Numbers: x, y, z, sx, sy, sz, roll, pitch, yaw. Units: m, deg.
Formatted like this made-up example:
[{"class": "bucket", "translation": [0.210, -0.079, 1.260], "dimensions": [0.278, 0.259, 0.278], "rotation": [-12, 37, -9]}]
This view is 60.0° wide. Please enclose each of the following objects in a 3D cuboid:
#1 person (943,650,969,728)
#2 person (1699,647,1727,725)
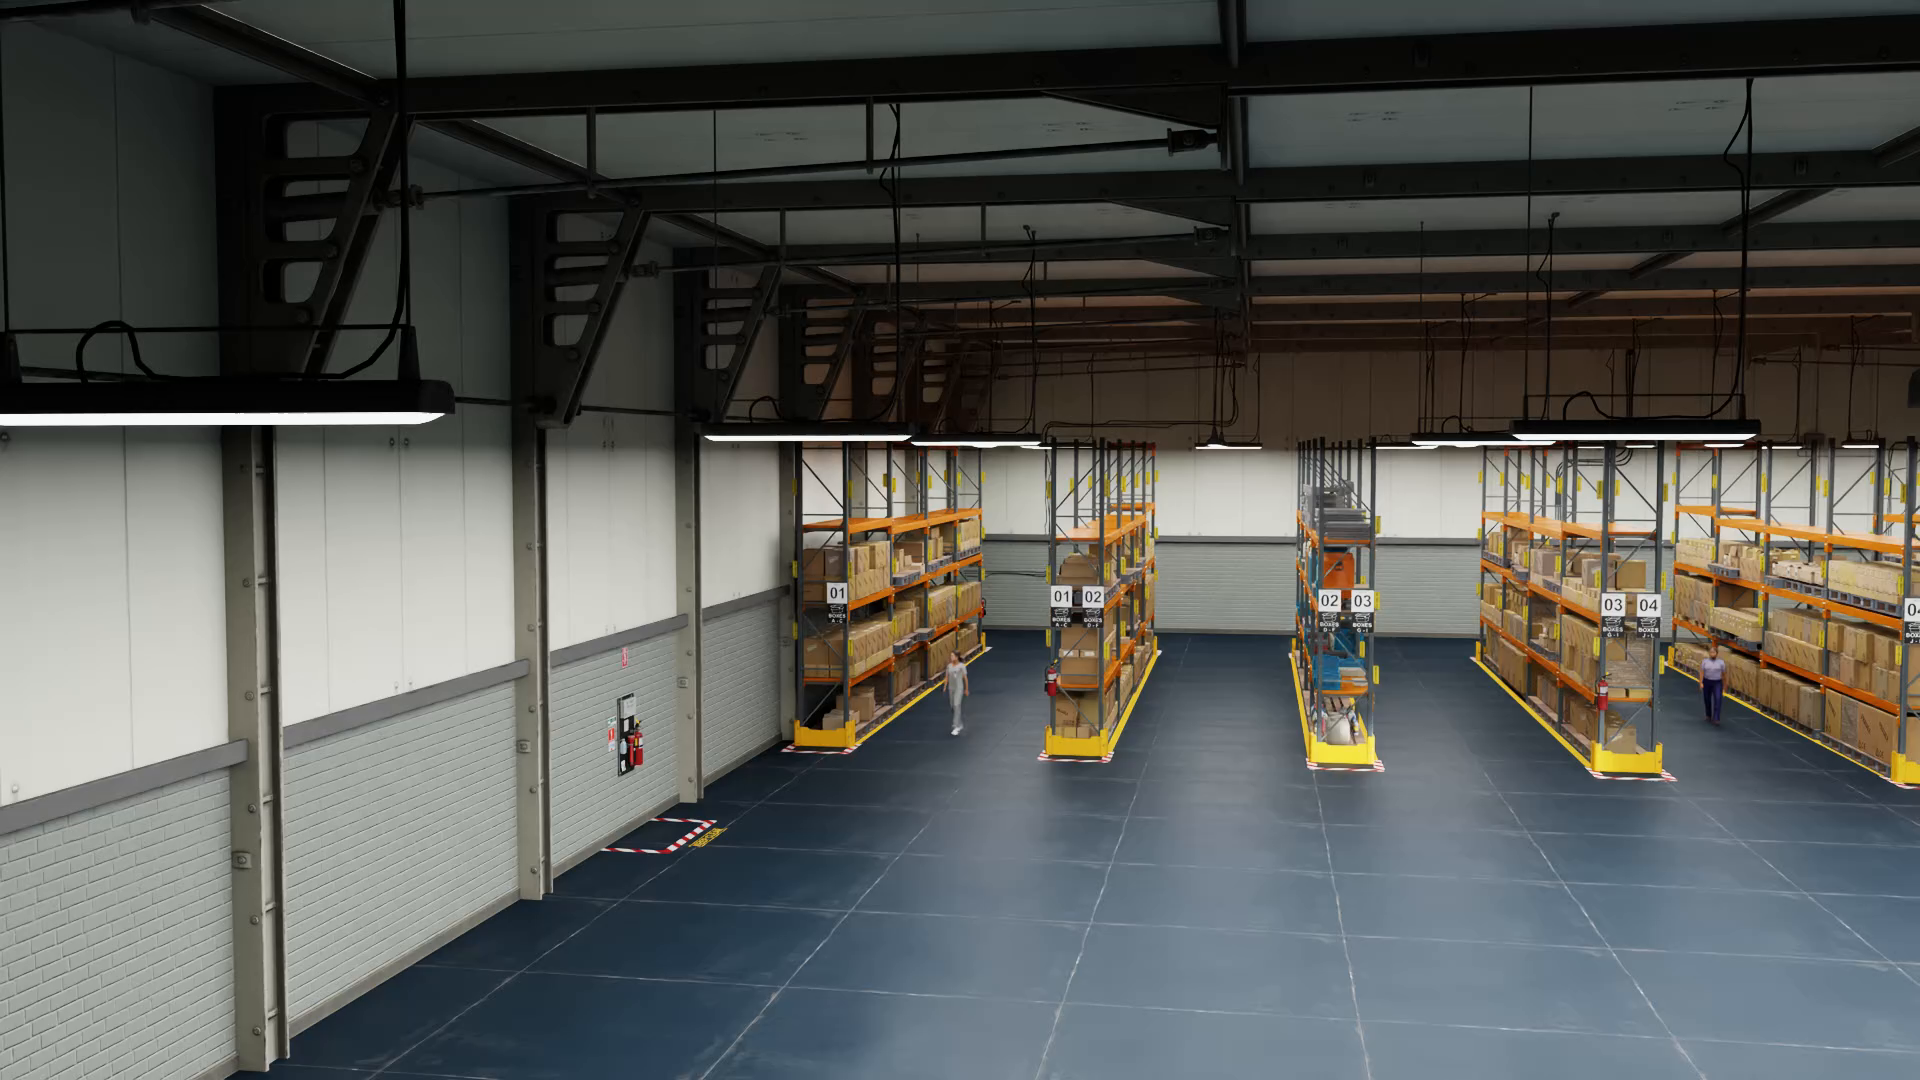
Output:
[{"class": "person", "translation": [-0.108, 3.052, 34.024], "dimensions": [0.513, 1.597, 0.575], "rotation": [2, 4, 37]}, {"class": "person", "translation": [15.830, 3.053, 34.997], "dimensions": [0.512, 1.596, 0.951], "rotation": [2, 4, 33]}]
